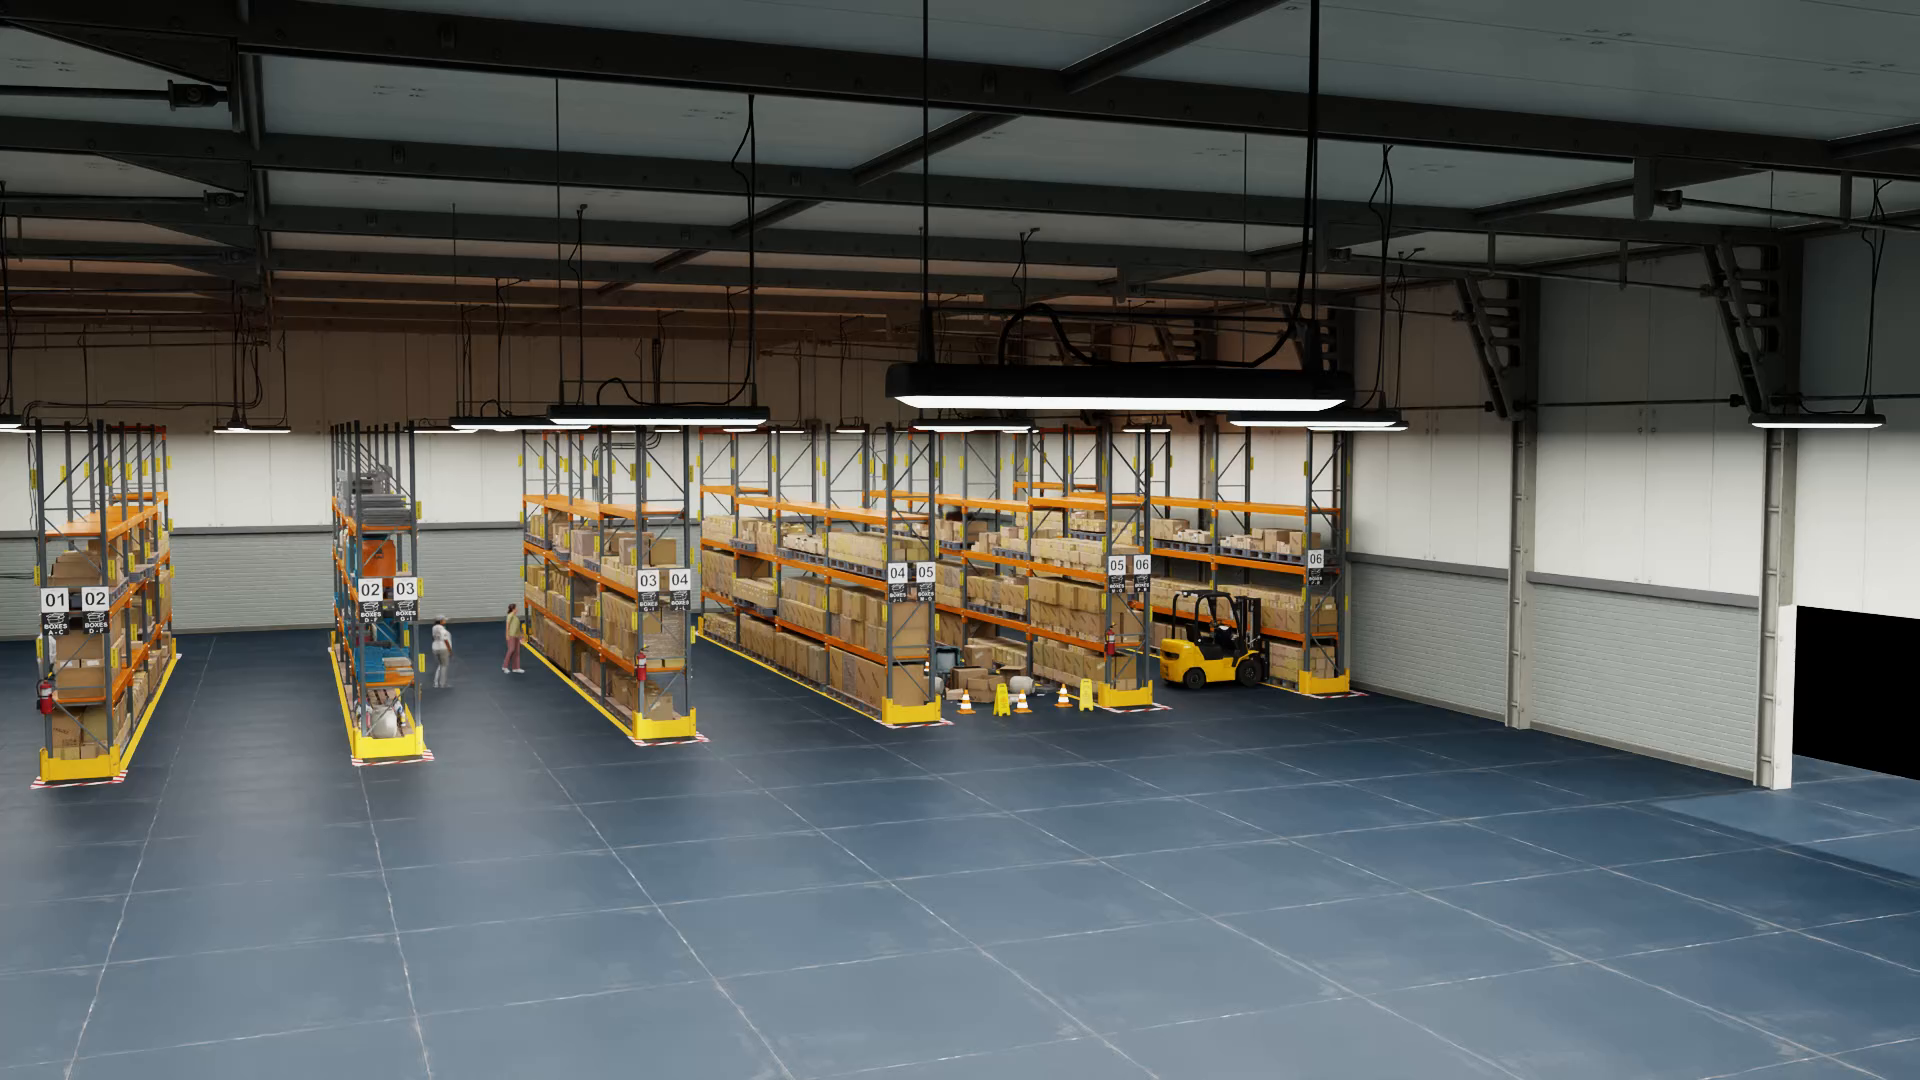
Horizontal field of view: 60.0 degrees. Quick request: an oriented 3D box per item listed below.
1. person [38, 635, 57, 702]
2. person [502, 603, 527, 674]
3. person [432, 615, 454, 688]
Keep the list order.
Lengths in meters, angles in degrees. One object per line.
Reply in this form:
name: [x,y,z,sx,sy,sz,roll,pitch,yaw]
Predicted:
person: [-19.436,2.629,35.547,0.622,1.758,0.547,1,4,19]
person: [-10.807,2.381,40.248,0.440,1.676,0.606,1,4,17]
person: [-11.742,2.533,37.788,0.535,1.688,0.446,2,4,28]
